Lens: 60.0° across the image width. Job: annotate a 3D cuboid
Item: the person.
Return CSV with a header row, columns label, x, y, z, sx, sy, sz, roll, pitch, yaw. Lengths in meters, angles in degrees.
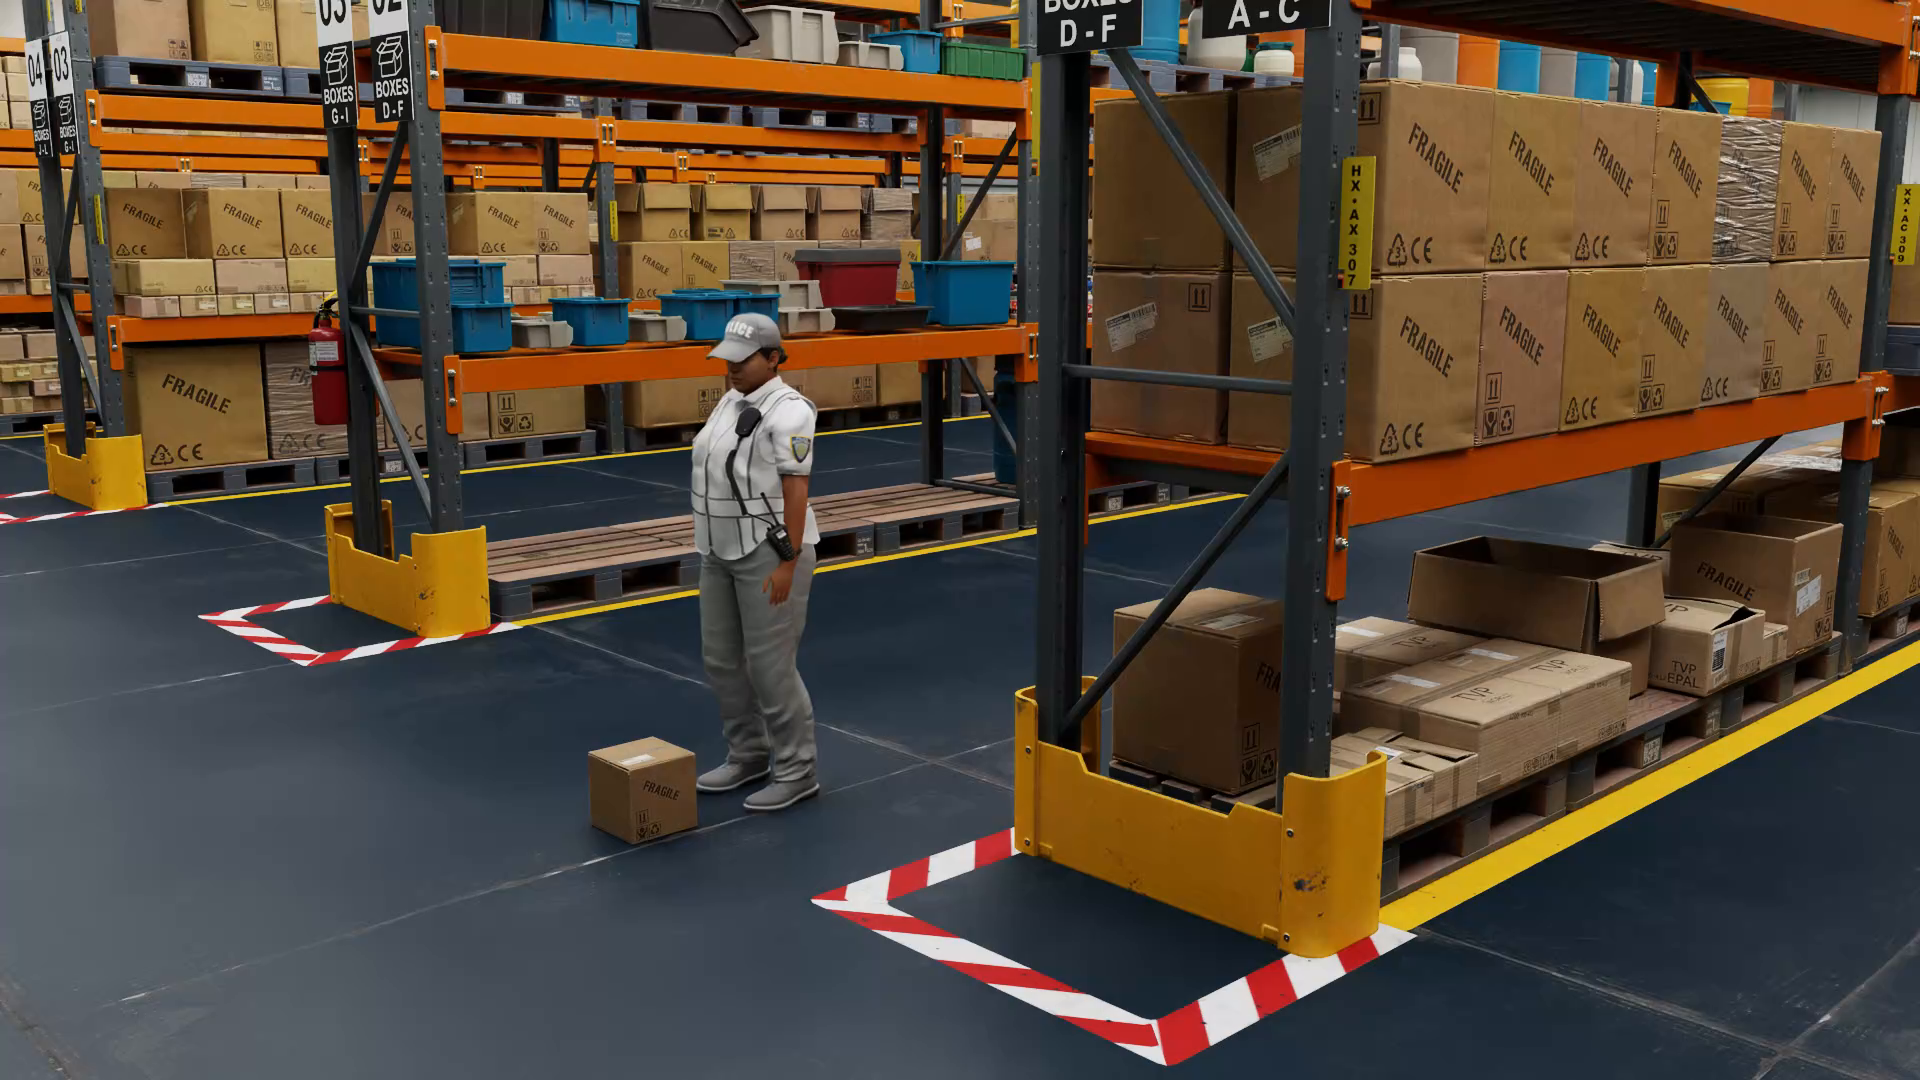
label,x,y,z,sx,sy,sz,roll,pitch,yaw
person,-0.686,0.067,5.590,0.390,1.659,0.469,-10,14,-41
